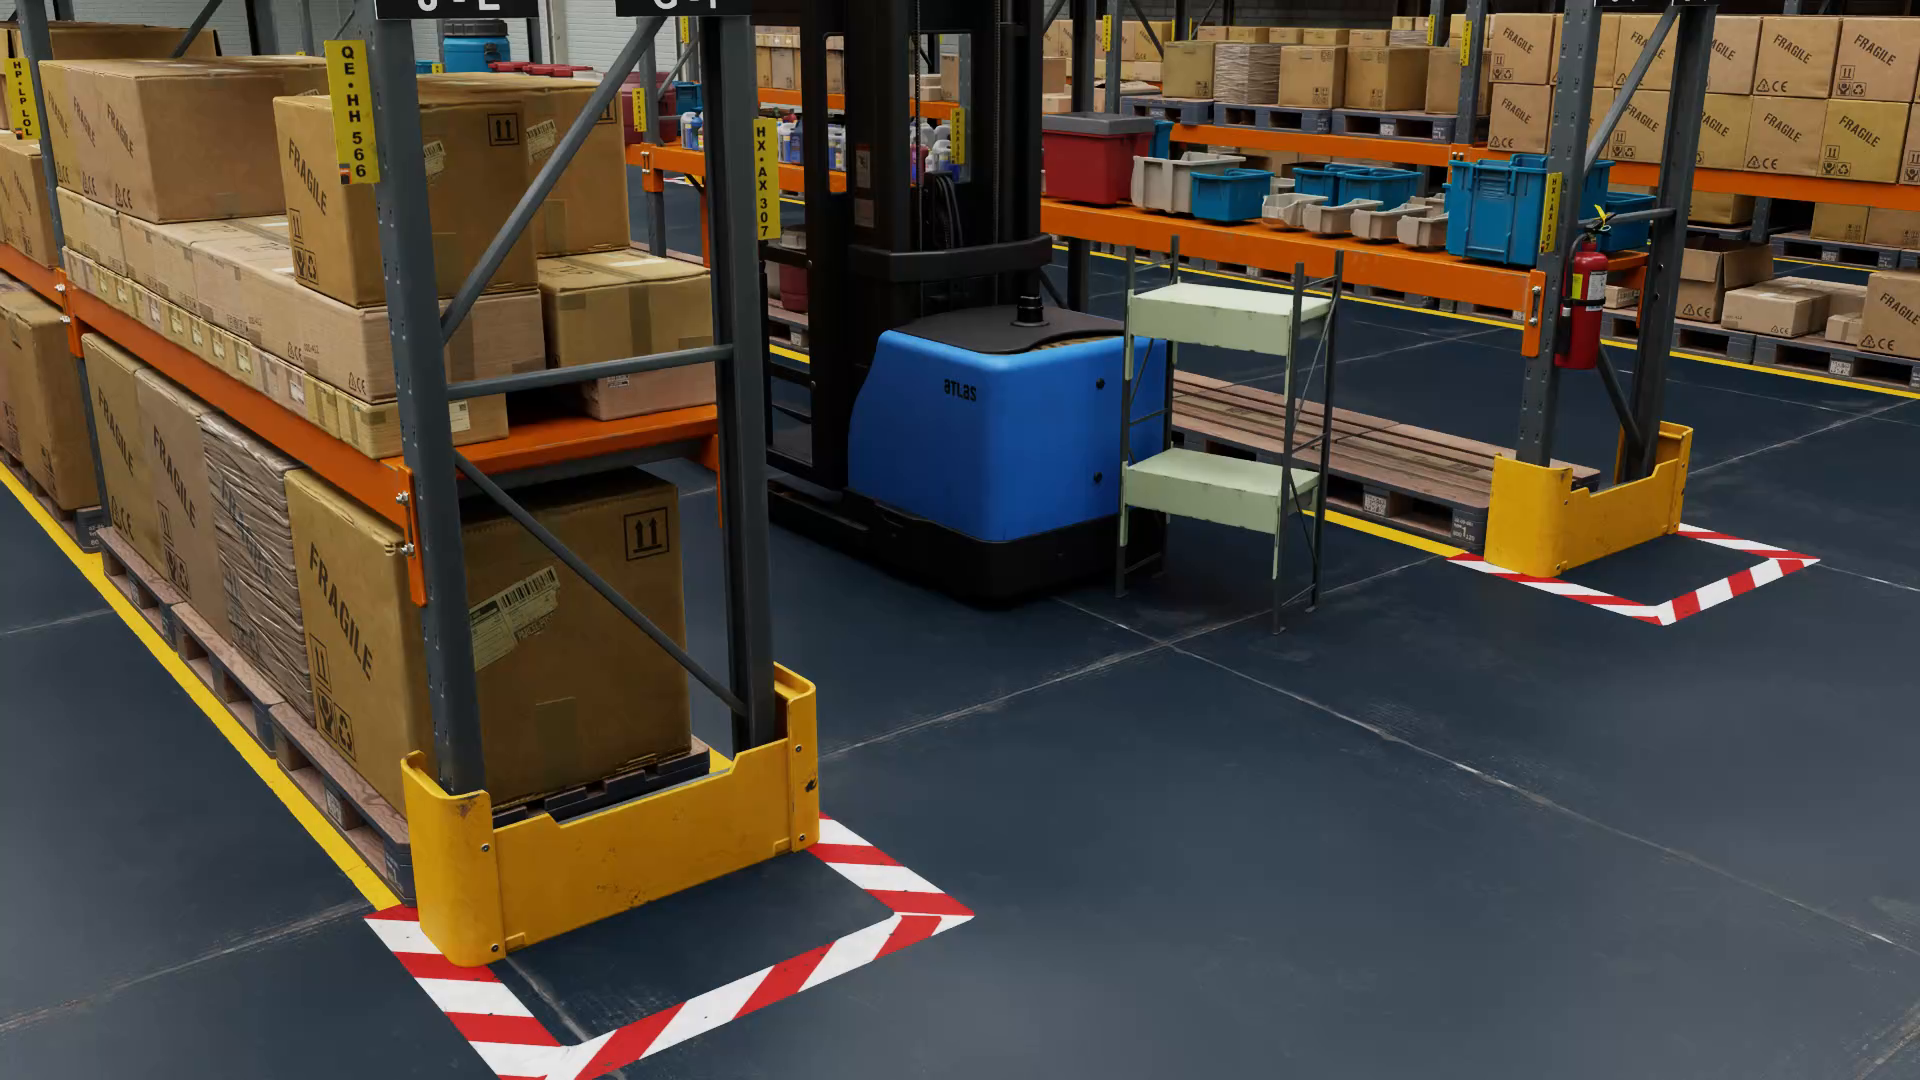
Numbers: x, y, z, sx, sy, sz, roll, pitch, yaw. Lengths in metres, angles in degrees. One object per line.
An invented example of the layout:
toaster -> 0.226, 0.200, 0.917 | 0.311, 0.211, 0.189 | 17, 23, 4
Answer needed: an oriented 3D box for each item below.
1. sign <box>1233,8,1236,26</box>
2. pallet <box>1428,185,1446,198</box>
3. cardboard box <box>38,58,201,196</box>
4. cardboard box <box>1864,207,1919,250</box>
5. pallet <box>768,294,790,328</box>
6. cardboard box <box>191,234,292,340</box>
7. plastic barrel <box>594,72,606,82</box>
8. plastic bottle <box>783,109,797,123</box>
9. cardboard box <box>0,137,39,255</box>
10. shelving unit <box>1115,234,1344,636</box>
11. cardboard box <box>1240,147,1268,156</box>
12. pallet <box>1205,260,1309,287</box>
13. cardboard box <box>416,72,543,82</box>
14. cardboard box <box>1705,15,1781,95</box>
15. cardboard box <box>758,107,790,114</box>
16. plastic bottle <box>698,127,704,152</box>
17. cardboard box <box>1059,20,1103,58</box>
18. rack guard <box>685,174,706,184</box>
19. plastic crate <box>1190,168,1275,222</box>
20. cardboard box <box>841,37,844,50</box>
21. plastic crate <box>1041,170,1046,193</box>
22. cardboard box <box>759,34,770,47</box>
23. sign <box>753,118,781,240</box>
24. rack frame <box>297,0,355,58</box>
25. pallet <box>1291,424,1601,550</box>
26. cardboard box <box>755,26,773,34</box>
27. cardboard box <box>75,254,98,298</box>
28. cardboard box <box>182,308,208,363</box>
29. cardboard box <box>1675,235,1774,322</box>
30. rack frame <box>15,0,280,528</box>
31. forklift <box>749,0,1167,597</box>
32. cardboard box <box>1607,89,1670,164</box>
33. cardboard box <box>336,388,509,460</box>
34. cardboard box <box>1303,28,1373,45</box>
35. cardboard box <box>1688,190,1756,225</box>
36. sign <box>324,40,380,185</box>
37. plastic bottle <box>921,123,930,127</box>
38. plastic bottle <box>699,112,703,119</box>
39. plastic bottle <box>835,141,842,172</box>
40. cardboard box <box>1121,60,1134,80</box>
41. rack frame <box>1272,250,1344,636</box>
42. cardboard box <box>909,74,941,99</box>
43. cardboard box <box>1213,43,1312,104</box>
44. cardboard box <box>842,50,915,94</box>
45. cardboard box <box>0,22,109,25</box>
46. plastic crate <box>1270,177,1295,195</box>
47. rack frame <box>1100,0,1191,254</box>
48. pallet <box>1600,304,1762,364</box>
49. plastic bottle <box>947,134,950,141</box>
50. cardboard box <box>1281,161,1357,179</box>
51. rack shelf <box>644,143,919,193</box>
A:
sign -> 3.648, -6.955, 22.254 | 0.100, 0.325, 0.005 | -14, 23, -36
pallet -> 5.215, -4.180, 20.150 | 1.003, 0.211, 1.213 | -14, 23, -36
cardboard box -> -3.369, -1.683, 6.746 | 0.500, 0.500, 0.500 | -14, 23, -36
cardboard box -> 8.876, -3.009, 15.487 | 0.700, 0.500, 0.500 | -14, 23, -37
pallet -> -1.545, -1.867, 13.166 | 1.003, 0.211, 1.213 | -14, 23, -36
cardboard box -> -2.122, -0.827, 5.355 | 0.500, 0.250, 0.500 | -15, 23, -38
plastic barrel -> -2.873, -3.642, 13.912 | 0.421, 0.512, 0.421 | 0, 18, 0
plastic bottle -> -1.338, -3.249, 13.087 | 0.061, 0.283, 0.133 | -14, 23, -36
cardboard box -> -4.273, -1.658, 7.938 | 0.500, 0.500, 0.500 | -13, 22, -34
shelving unit -> 1.087, -0.446, 6.822 | 0.755, 1.500, 0.431 | 13, 22, 34
cardboard box -> 4.045, -5.023, 21.537 | 0.700, 0.500, 0.500 | -15, 23, -37
pallet -> 3.005, -2.528, 15.160 | 1.003, 0.211, 1.213 | -14, 23, -36
cardboard box -> -1.706, -1.286, 5.547 | 0.500, 0.500, 0.500 | -15, 23, -38
cardboard box -> 5.334, -3.328, 11.391 | 0.500, 0.500, 0.500 | -13, 22, -34
cardboard box -> -2.583, -5.490, 22.185 | 0.500, 0.500, 0.500 | -14, 23, -36
plastic bottle -> -1.941, -3.055, 12.634 | 0.097, 0.201, 0.097 | 0, 18, 0
cardboard box -> 1.737, -7.023, 23.314 | 0.500, 0.500, 0.500 | -13, 22, -34
rack guard -> -3.164, -5.134, 22.571 | 1.175, 0.500, 0.348 | -14, 23, -36
plastic crate -> 1.424, -1.811, 8.731 | 0.416, 0.233, 0.300 | -14, 23, -36
cardboard box -> -1.154, -5.771, 19.327 | 0.380, 0.149, 0.250 | -15, 23, -37
plastic crate -> 0.593, -2.152, 9.915 | 0.396, 0.136, 0.243 | -14, 23, -36
cardboard box -> -2.273, -6.214, 20.667 | 0.380, 0.149, 0.250 | -14, 23, -37
sign -> -0.544, -0.995, 4.592 | 0.100, 0.325, 0.005 | -14, 23, -36
rack frame -> -7.034, -5.349, 19.244 | 1.000, 3.000, 0.127 | -14, 23, -36
pallet -> 2.418, -0.293, 8.412 | 1.003, 0.211, 1.213 | -14, 23, -36
cardboard box -> -2.192, -6.595, 20.784 | 0.700, 0.500, 0.500 | -14, 23, -36
cardboard box -> -3.380, -1.103, 6.822 | 0.380, 0.149, 0.250 | -15, 23, -38
cardboard box -> -2.411, -0.720, 5.666 | 0.380, 0.149, 0.250 | -13, 23, -35
cardboard box -> 5.472, -1.919, 12.159 | 0.797, 0.503, 0.637 | -14, 23, -36
rack frame -> -3.466, -1.425, 7.394 | 1.000, 3.000, 0.127 | -14, 23, -36
forklift -> -0.389, -1.547, 7.872 | 1.130, 2.935, 3.031 | -14, 23, -36
cardboard box -> 5.034, -2.977, 11.922 | 0.500, 0.500, 0.500 | -14, 23, -36
cardboard box -> -1.462, -0.344, 4.528 | 0.380, 0.149, 0.250 | -13, 23, -35
cardboard box -> 4.608, -5.984, 20.303 | 0.700, 0.500, 0.500 | -14, 23, -36
cardboard box -> 7.677, -3.639, 16.832 | 0.750, 0.750, 0.750 | -14, 23, -35
sign -> -1.417, -0.999, 3.889 | 0.100, 0.325, 0.005 | -14, 23, -36
plastic bottle -> -0.291, -2.807, 11.764 | 0.152, 0.276, 0.135 | -14, 23, -36
plastic bottle -> -1.933, -3.178, 12.887 | 0.152, 0.276, 0.135 | -14, 23, -36
plastic bottle -> -0.799, -2.602, 11.265 | 0.097, 0.201, 0.097 | 0, 18, 0
cardboard box -> 2.381, -6.417, 22.676 | 0.500, 0.250, 0.500 | -14, 23, -36
rack frame -> 1.383, -0.378, 6.619 | 0.023, 1.500, 0.400 | 13, 22, 34
cardboard box -> -0.326, -5.145, 18.867 | 0.500, 0.250, 0.500 | -12, 22, -33
cardboard box -> 2.715, -4.194, 14.930 | 0.700, 0.500, 0.500 | -9, 20, -26
cardboard box -> -0.946, -5.484, 19.494 | 0.700, 0.500, 0.500 | -15, 23, -38
cardboard box -> -5.106, -2.590, 9.157 | 0.797, 0.503, 0.637 | -13, 23, -35
plastic crate -> 1.733, -1.925, 9.227 | 0.293, 0.136, 0.466 | -14, 23, -36
rack frame -> 1.818, -4.343, 16.207 | 1.000, 3.000, 0.127 | -14, 23, -36
pallet -> 5.489, -1.563, 12.249 | 1.003, 0.211, 1.213 | -14, 23, -36
plastic bottle -> -0.028, -2.729, 11.517 | 0.061, 0.283, 0.133 | -14, 23, -36
cardboard box -> 3.259, -3.272, 15.057 | 0.500, 0.250, 0.500 | -15, 23, -37
rack shelf -> -0.826, -2.543, 11.915 | 1.077, 0.370, 4.000 | -14, 23, -36
